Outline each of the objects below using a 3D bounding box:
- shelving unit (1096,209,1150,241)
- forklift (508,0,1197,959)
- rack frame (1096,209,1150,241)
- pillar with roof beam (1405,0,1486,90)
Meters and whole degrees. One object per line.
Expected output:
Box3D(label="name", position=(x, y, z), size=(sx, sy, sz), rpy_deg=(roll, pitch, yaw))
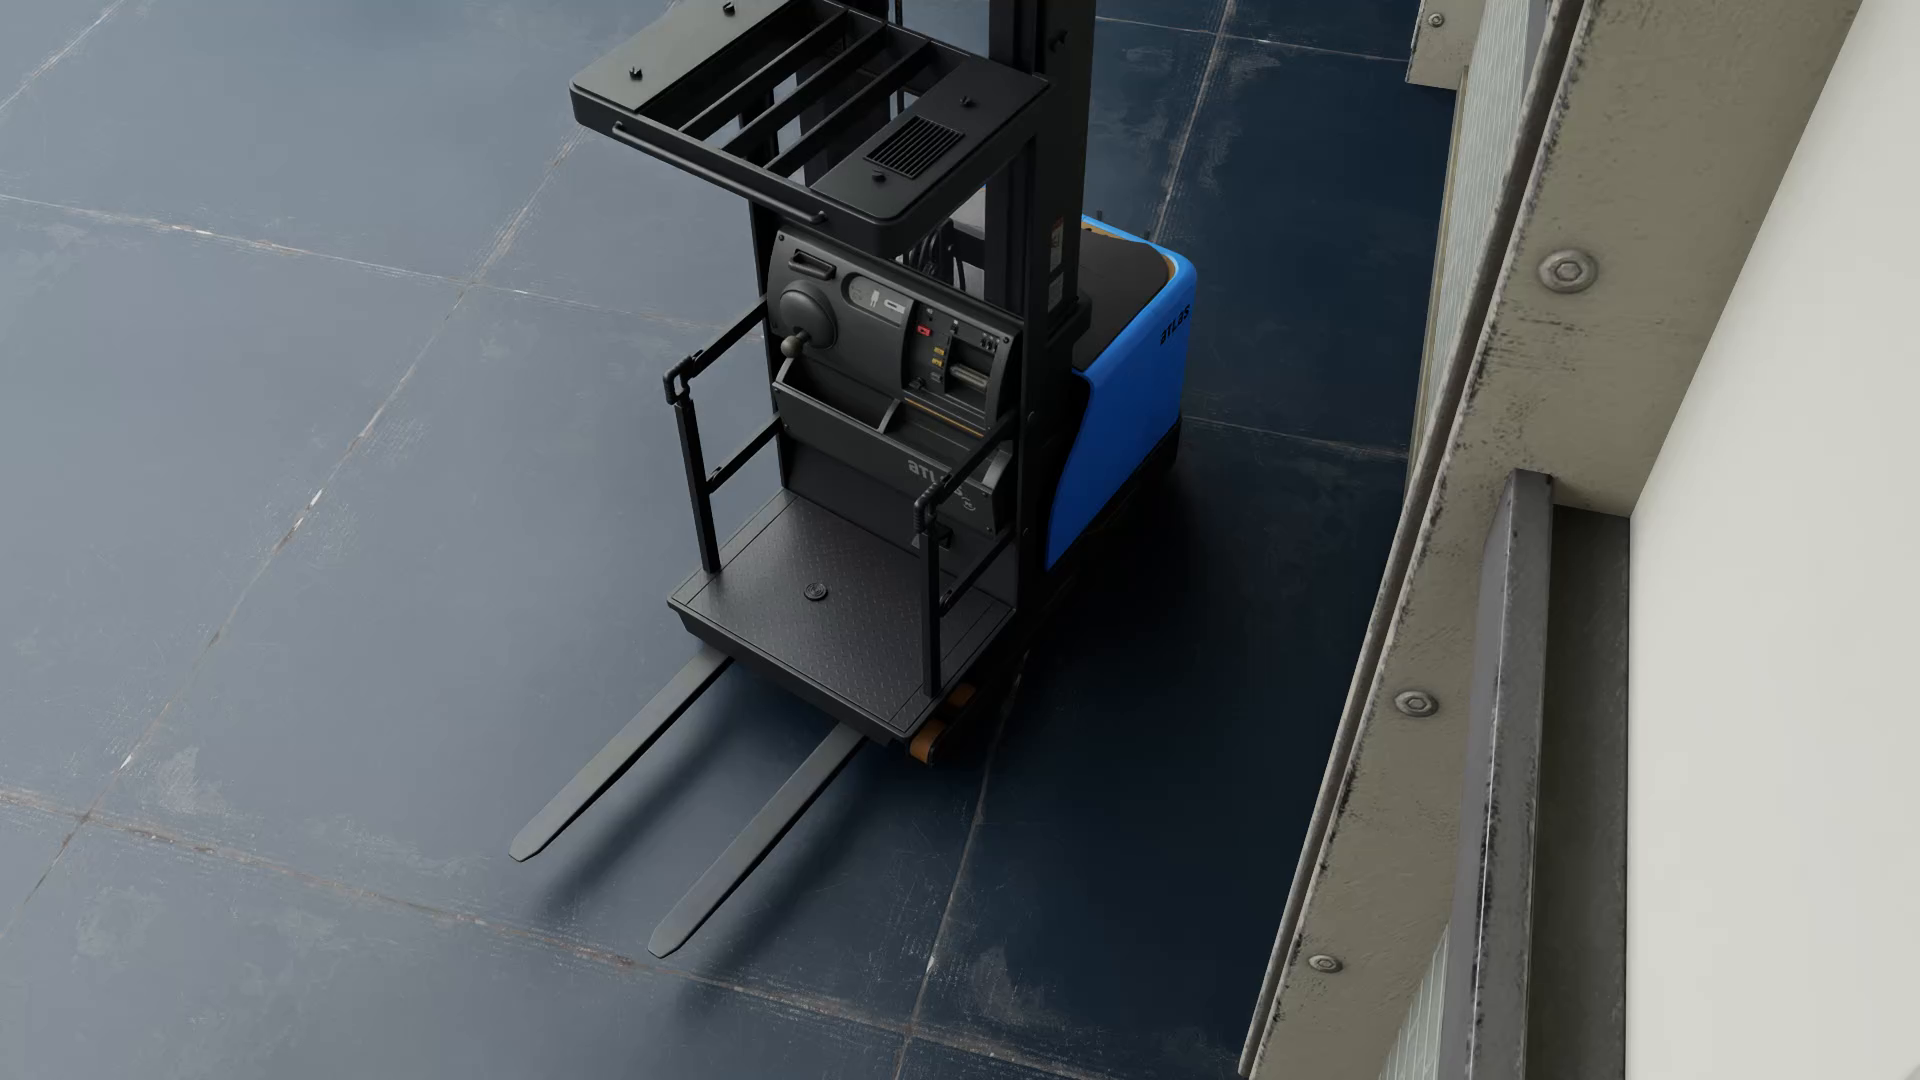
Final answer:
Box3D(label="shelving unit", position=(0.589, -0.909, 6.871), size=(0.258, 0.900, 0.210), rpy_deg=(27, 54, 22))
Box3D(label="forklift", position=(-0.354, -0.585, 5.230), size=(1.130, 2.935, 3.031), rpy_deg=(27, 54, 22))
Box3D(label="rack frame", position=(0.646, -0.972, 6.926), size=(0.240, 0.900, 0.006), rpy_deg=(27, 54, 22))
Box3D(label="pillar with roof beam", position=(-1.594, -6.365, 6.285), size=(9.100, 9.000, 0.400), rpy_deg=(12, 50, 10))
